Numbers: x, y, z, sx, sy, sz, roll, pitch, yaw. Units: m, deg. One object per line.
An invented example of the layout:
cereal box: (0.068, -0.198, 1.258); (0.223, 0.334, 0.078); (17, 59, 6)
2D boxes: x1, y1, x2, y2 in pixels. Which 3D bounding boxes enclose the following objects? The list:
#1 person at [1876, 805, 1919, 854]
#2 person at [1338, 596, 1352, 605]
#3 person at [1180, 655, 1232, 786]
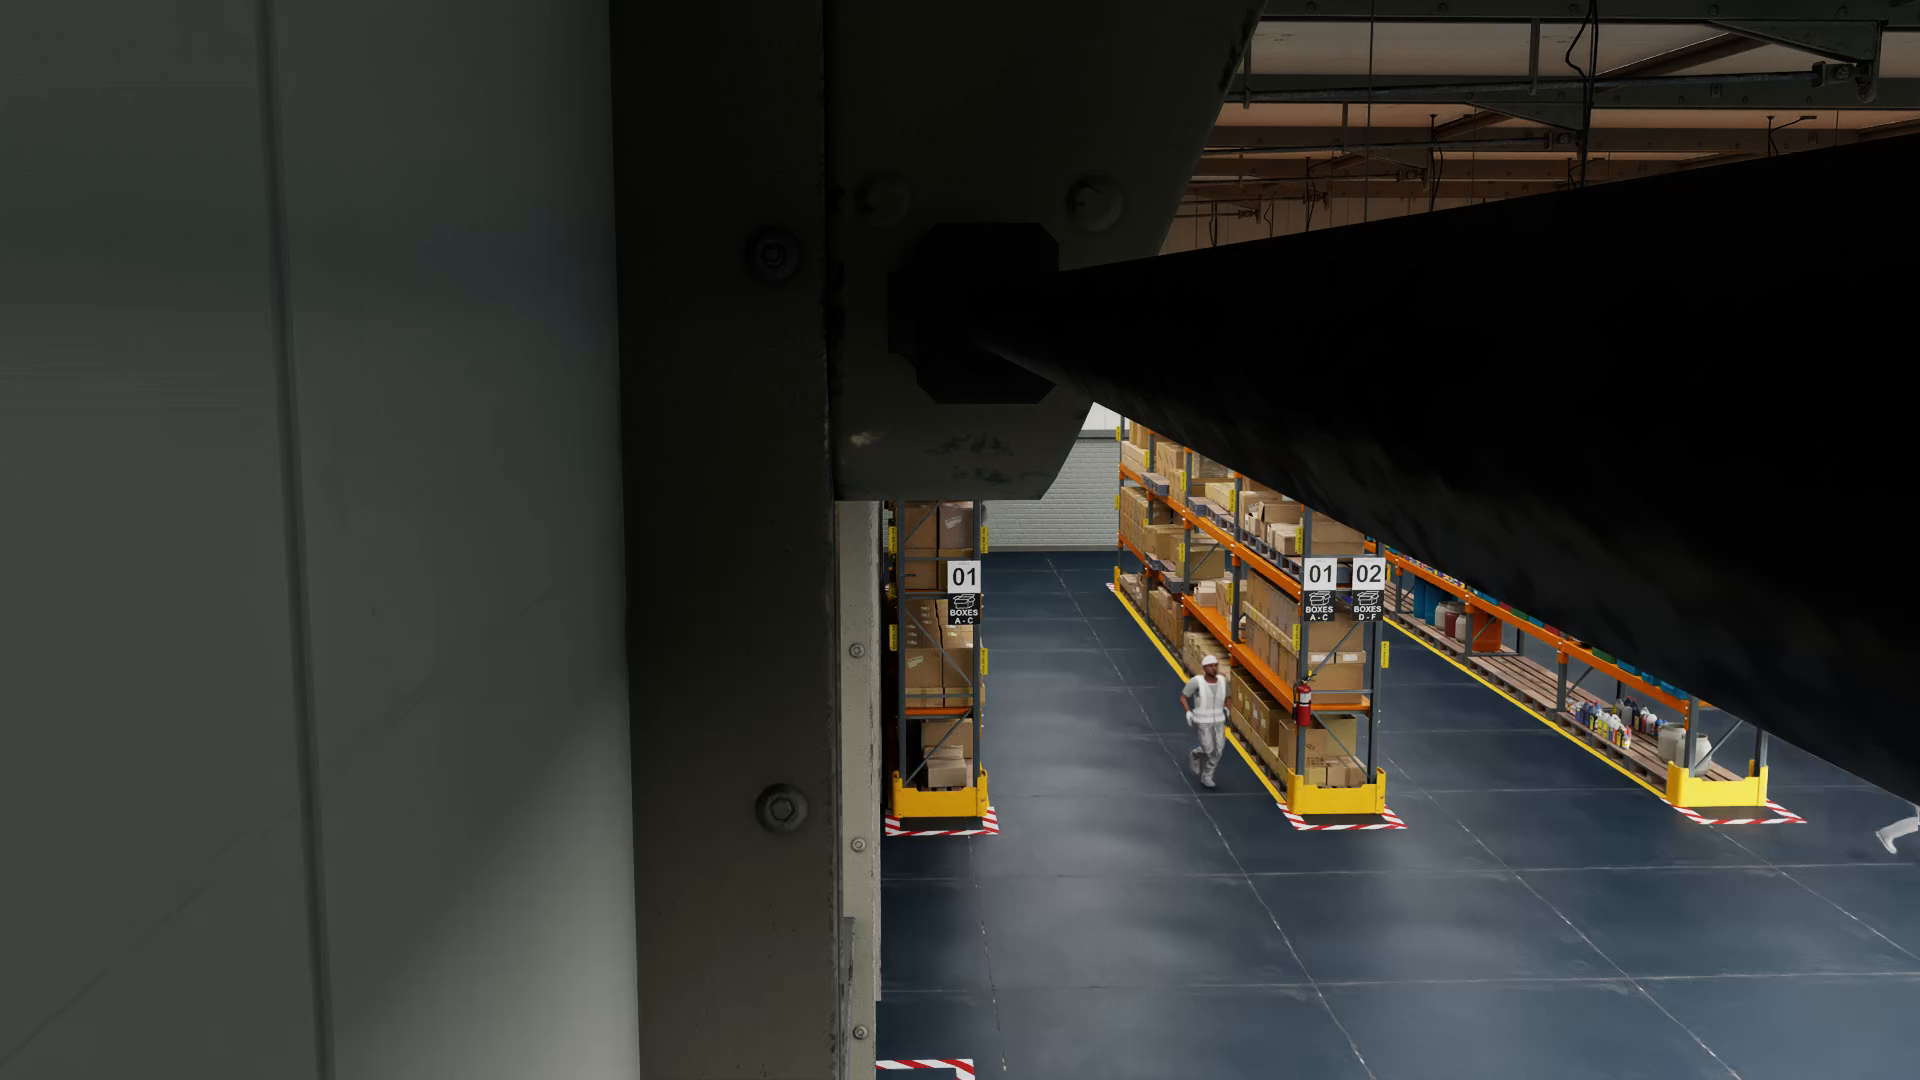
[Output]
person: (10.922, 2.809, 18.775); (0.931, 1.716, 0.588); (5, 10, 32)
person: (6.911, 1.322, 29.425); (0.575, 1.600, 0.559); (-3, 9, -17)
person: (3.258, 2.362, 21.694); (0.684, 1.732, 0.594); (-2, 9, -17)
